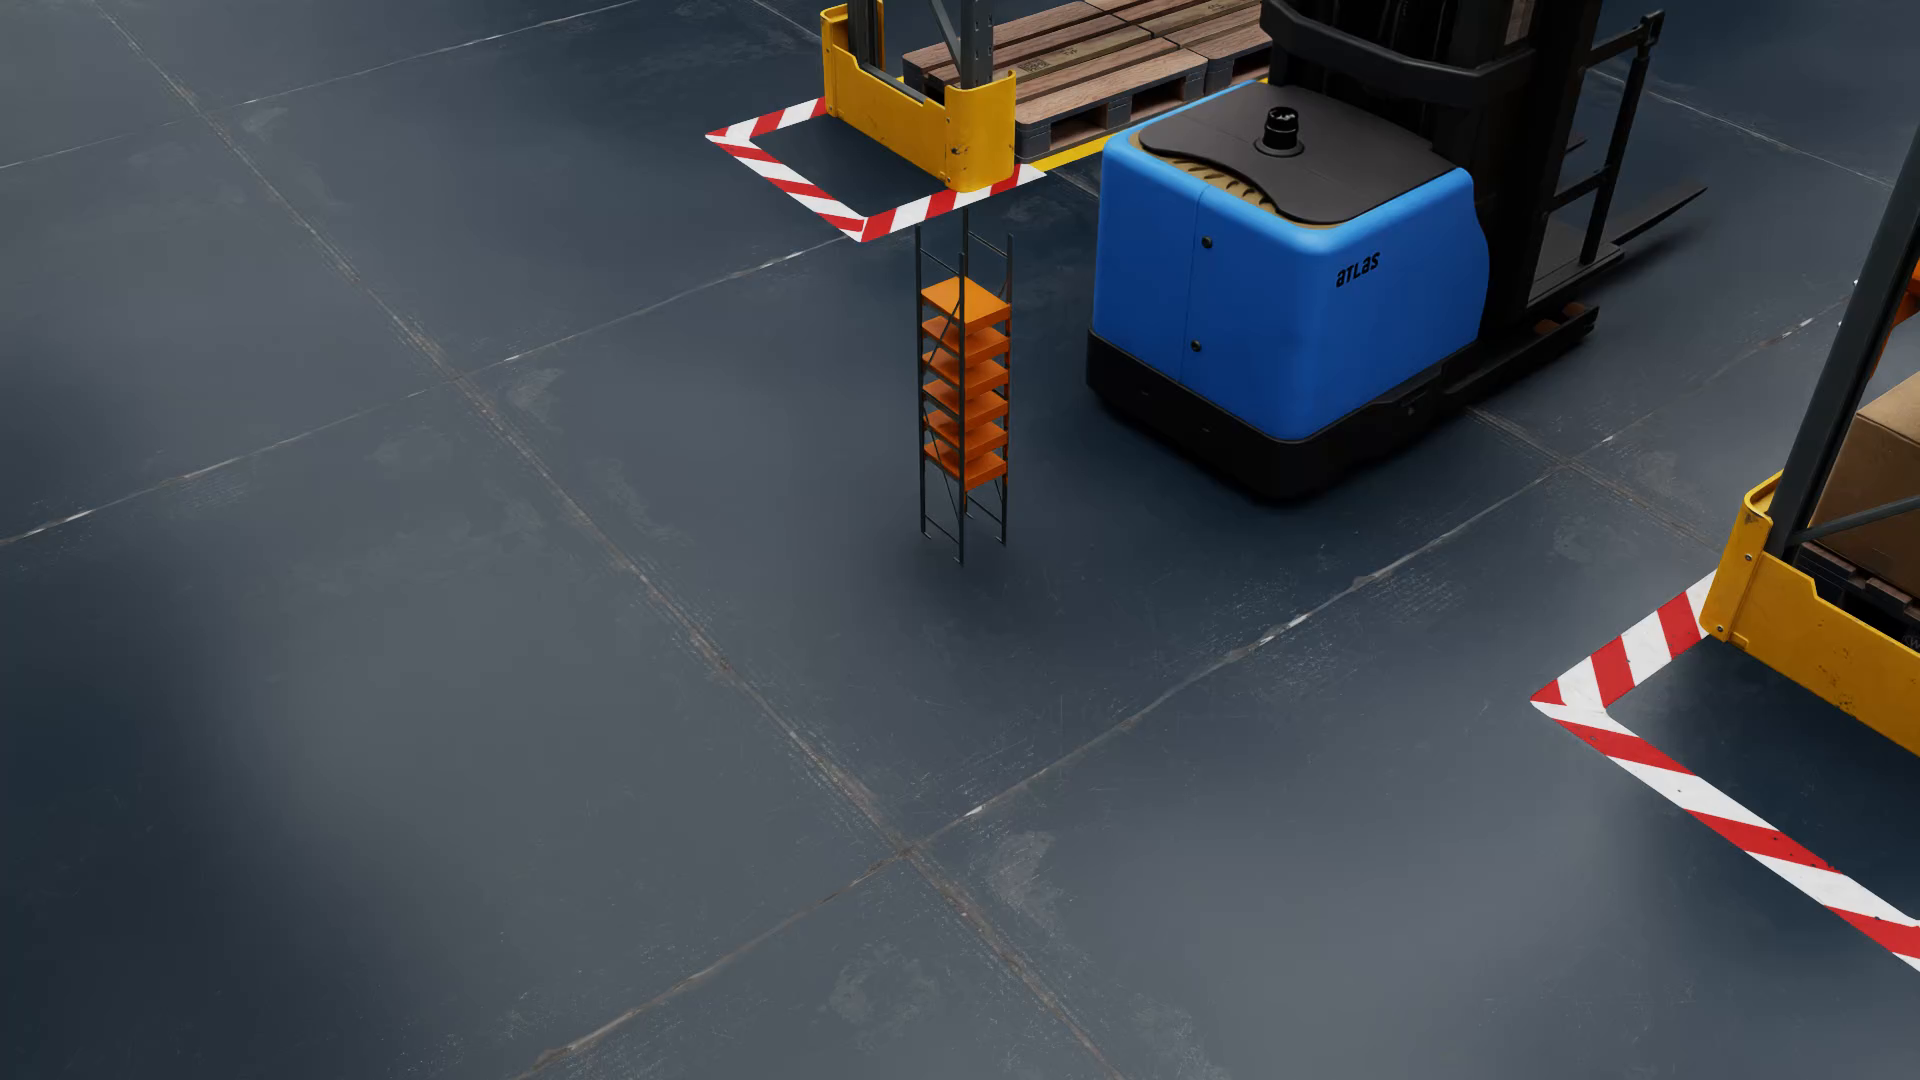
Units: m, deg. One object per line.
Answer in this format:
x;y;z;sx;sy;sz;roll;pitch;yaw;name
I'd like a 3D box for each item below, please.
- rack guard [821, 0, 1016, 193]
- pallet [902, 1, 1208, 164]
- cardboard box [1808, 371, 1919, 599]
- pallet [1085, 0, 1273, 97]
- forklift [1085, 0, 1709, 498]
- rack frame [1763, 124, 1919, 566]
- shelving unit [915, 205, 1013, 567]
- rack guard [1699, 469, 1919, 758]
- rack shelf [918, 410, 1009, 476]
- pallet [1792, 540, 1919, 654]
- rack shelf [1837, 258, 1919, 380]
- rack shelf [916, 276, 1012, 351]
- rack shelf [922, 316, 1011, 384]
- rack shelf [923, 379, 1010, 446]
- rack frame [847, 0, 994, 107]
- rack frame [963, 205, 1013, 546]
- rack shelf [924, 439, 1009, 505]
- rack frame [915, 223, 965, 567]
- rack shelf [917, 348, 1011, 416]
-0.212;-2.146;7.972;0.348;0.500;1.175;-26;46;-28;rack guard
0.477;-2.349;8.447;1.213;0.211;1.003;-26;46;-28;pallet
3.096;-0.173;5.220;0.500;0.500;0.500;-26;46;-28;cardboard box
1.444;-2.818;9.019;1.213;0.211;1.003;-26;46;-28;pallet
1.930;-2.071;5.964;3.031;2.935;1.130;-28;47;-30;forklift
2.815;-0.636;4.160;0.127;3.000;1.000;-26;46;-28;rack frame
0.011;-0.469;5.376;0.189;1.200;0.258;-26;46;-28;shelving unit
2.875;0.301;4.988;0.348;0.500;1.175;-26;46;-28;rack guard
0.011;-0.342;5.481;0.180;0.103;0.258;-26;46;-28;rack shelf
3.507;0.105;5.456;1.213;0.211;1.003;-26;46;-28;pallet
4.401;-1.131;5.330;4.000;0.370;1.077;-26;46;-28;rack shelf
0.011;-0.713;5.176;0.180;0.103;0.258;-26;46;-28;rack shelf
0.011;-0.621;5.252;0.180;0.103;0.258;-26;46;-28;rack shelf
0.011;-0.435;5.404;0.180;0.103;0.258;-26;46;-28;rack shelf
-0.201;-3.128;7.198;0.127;3.000;1.000;-26;46;-28;rack frame
0.084;-0.505;5.419;0.006;1.200;0.240;-26;46;-28;rack frame
0.011;-0.250;5.557;0.180;0.103;0.258;-26;46;-28;rack shelf
-0.061;-0.434;5.333;0.006;1.200;0.240;-26;46;-28;rack frame
0.011;-0.528;5.328;0.180;0.103;0.258;-26;46;-28;rack shelf
